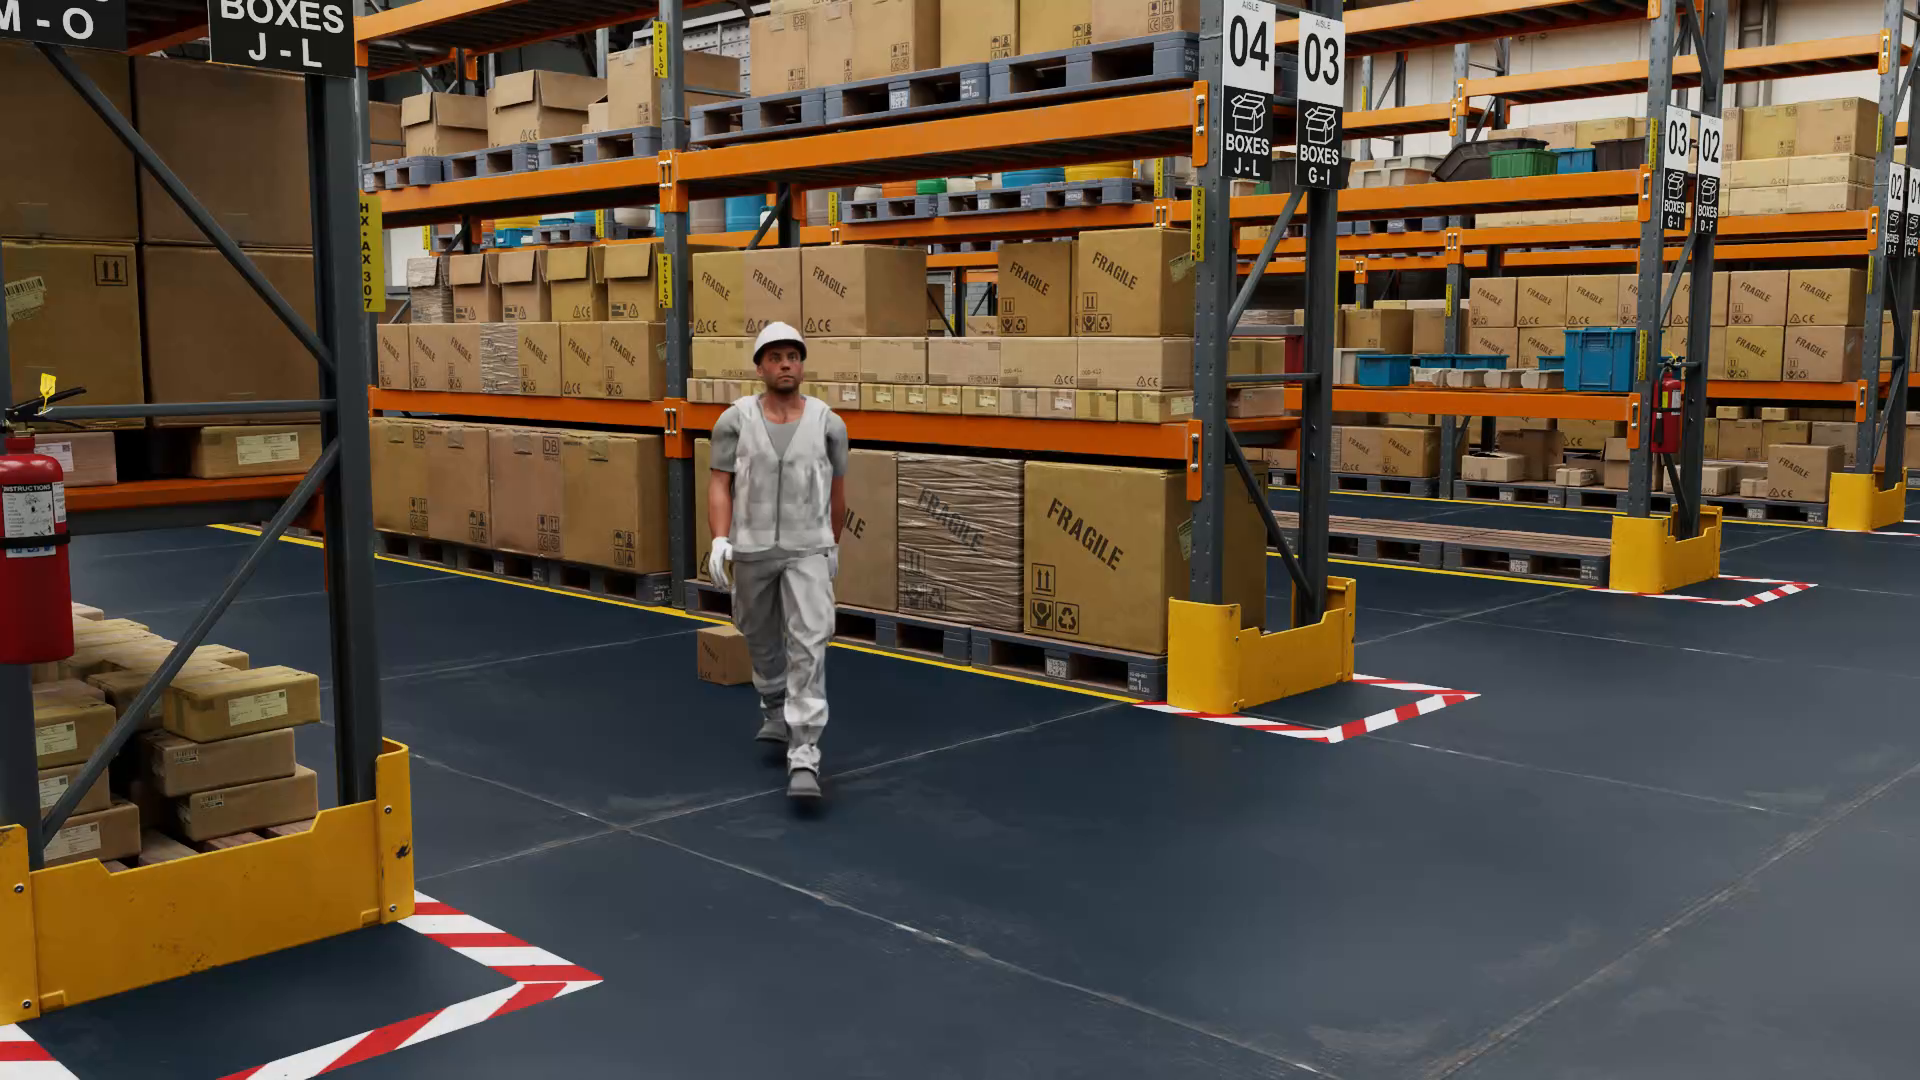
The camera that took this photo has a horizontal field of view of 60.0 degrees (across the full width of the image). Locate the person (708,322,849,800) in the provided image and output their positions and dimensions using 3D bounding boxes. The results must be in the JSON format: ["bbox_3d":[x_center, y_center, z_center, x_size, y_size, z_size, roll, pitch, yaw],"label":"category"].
[{"bbox_3d":[-0.684,0.050,6.299,0.525,1.740,1.070,0,7,-3],"label":"person"}]
